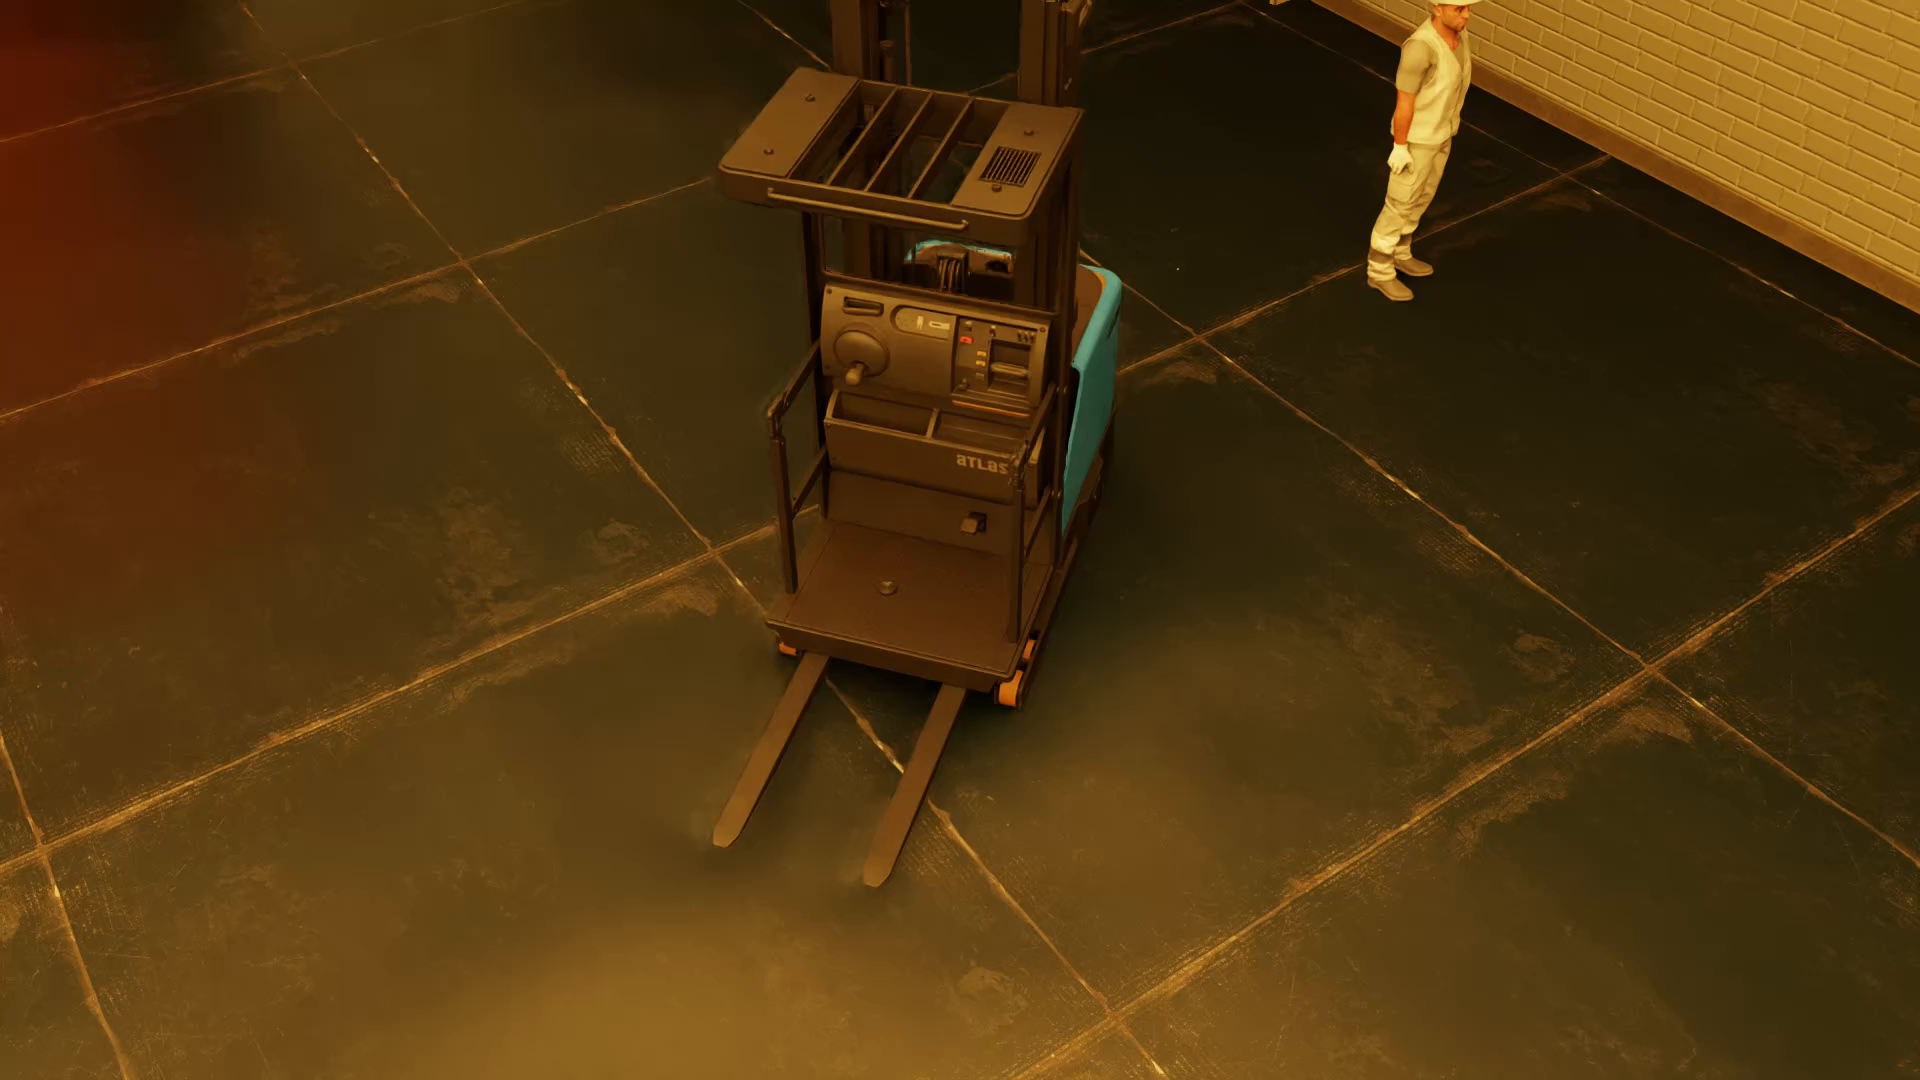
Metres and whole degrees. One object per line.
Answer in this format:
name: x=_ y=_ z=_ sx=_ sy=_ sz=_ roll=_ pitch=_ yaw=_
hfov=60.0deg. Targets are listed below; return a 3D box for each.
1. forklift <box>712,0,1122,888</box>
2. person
forklift: x=-0.169 y=-0.673 z=6.446 sx=1.130 sy=2.935 sz=3.031 roll=12 pitch=44 yaw=13
person: x=2.499 y=-2.155 z=8.897 sx=0.364 sy=1.795 sz=0.580 roll=28 pitch=50 yaw=27
